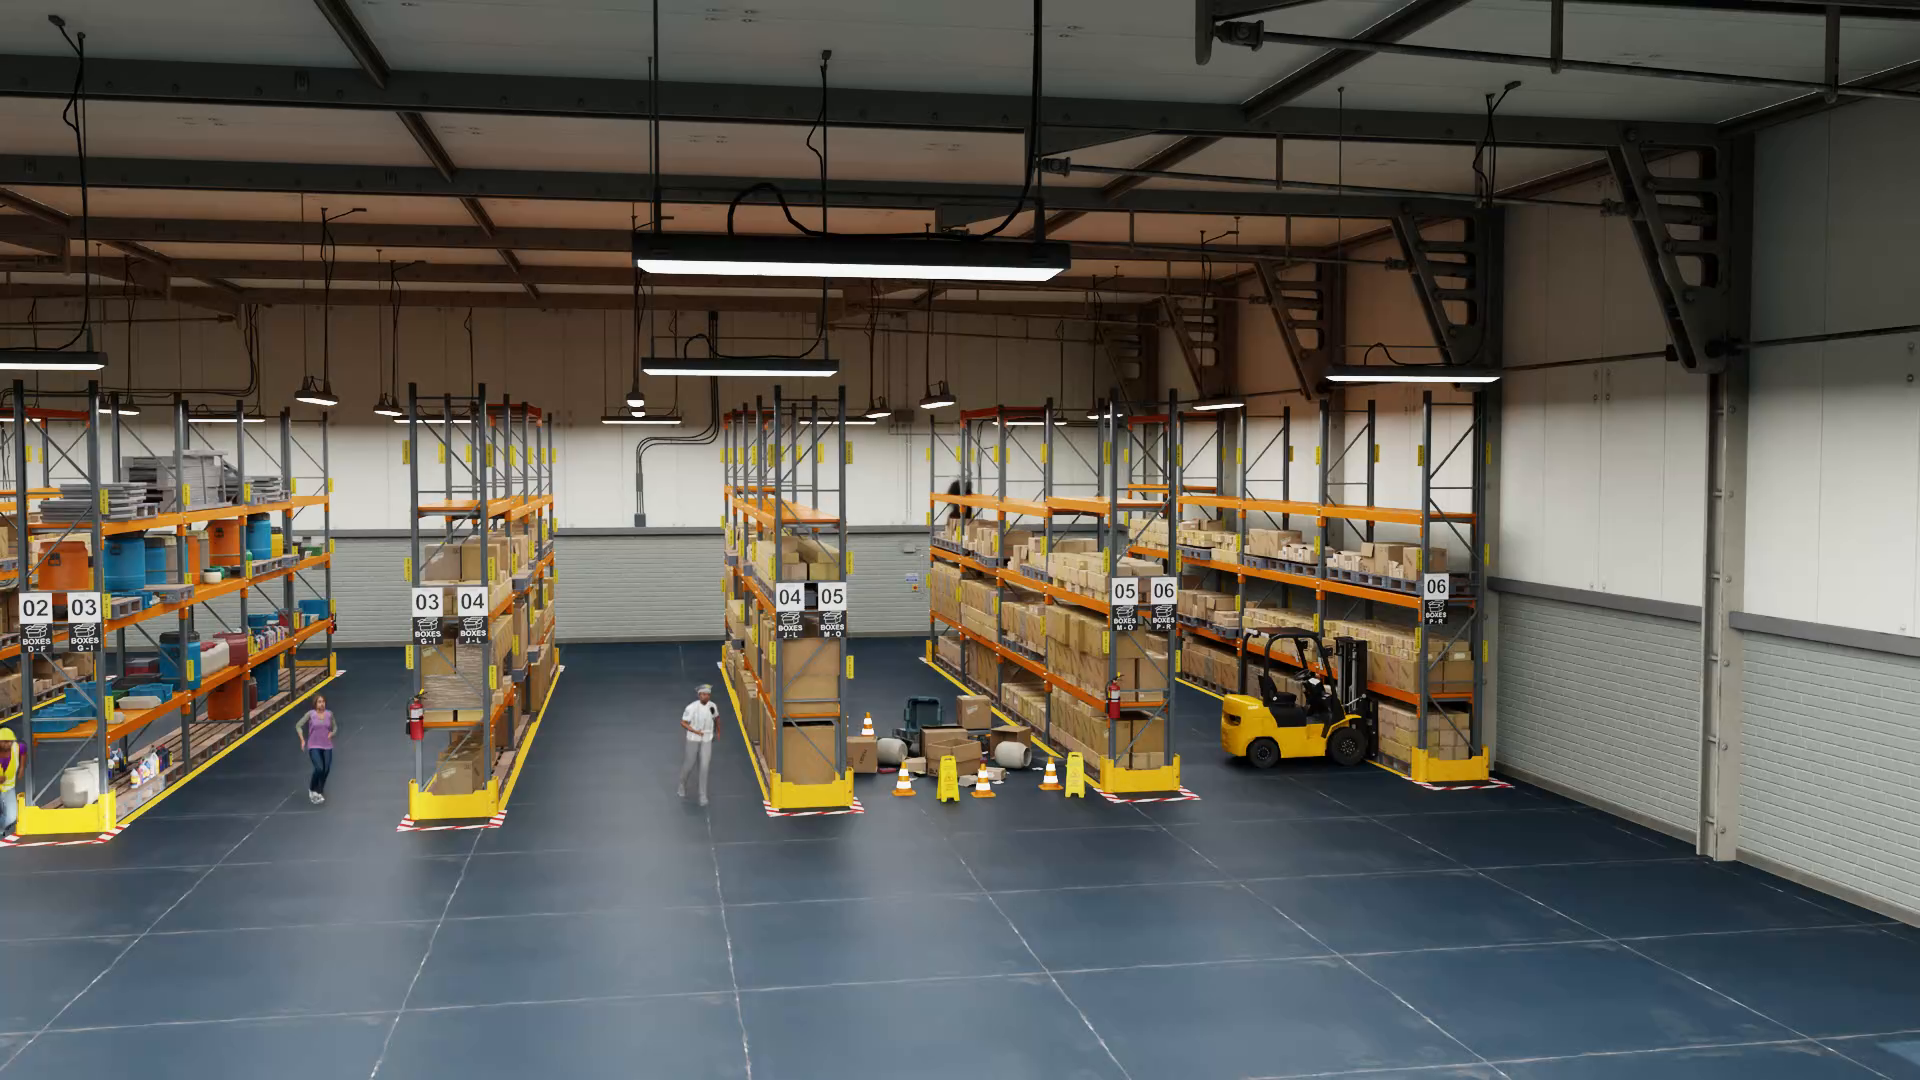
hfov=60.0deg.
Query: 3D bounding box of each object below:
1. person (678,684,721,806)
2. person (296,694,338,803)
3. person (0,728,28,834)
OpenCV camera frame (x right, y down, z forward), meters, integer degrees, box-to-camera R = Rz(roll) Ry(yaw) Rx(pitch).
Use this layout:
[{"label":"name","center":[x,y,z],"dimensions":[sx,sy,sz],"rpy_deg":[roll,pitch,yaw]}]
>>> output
[{"label":"person","center":[-3.741,2.928,24.119],"dimensions":[0.624,1.706,0.855],"rpy_deg":[-1,3,-24]},{"label":"person","center":[-9.164,2.992,23.802],"dimensions":[0.511,1.562,0.633],"rpy_deg":[-2,4,-40]},{"label":"person","center":[-11.938,3.125,20.739],"dimensions":[0.851,1.623,0.721],"rpy_deg":[2,4,38]}]
